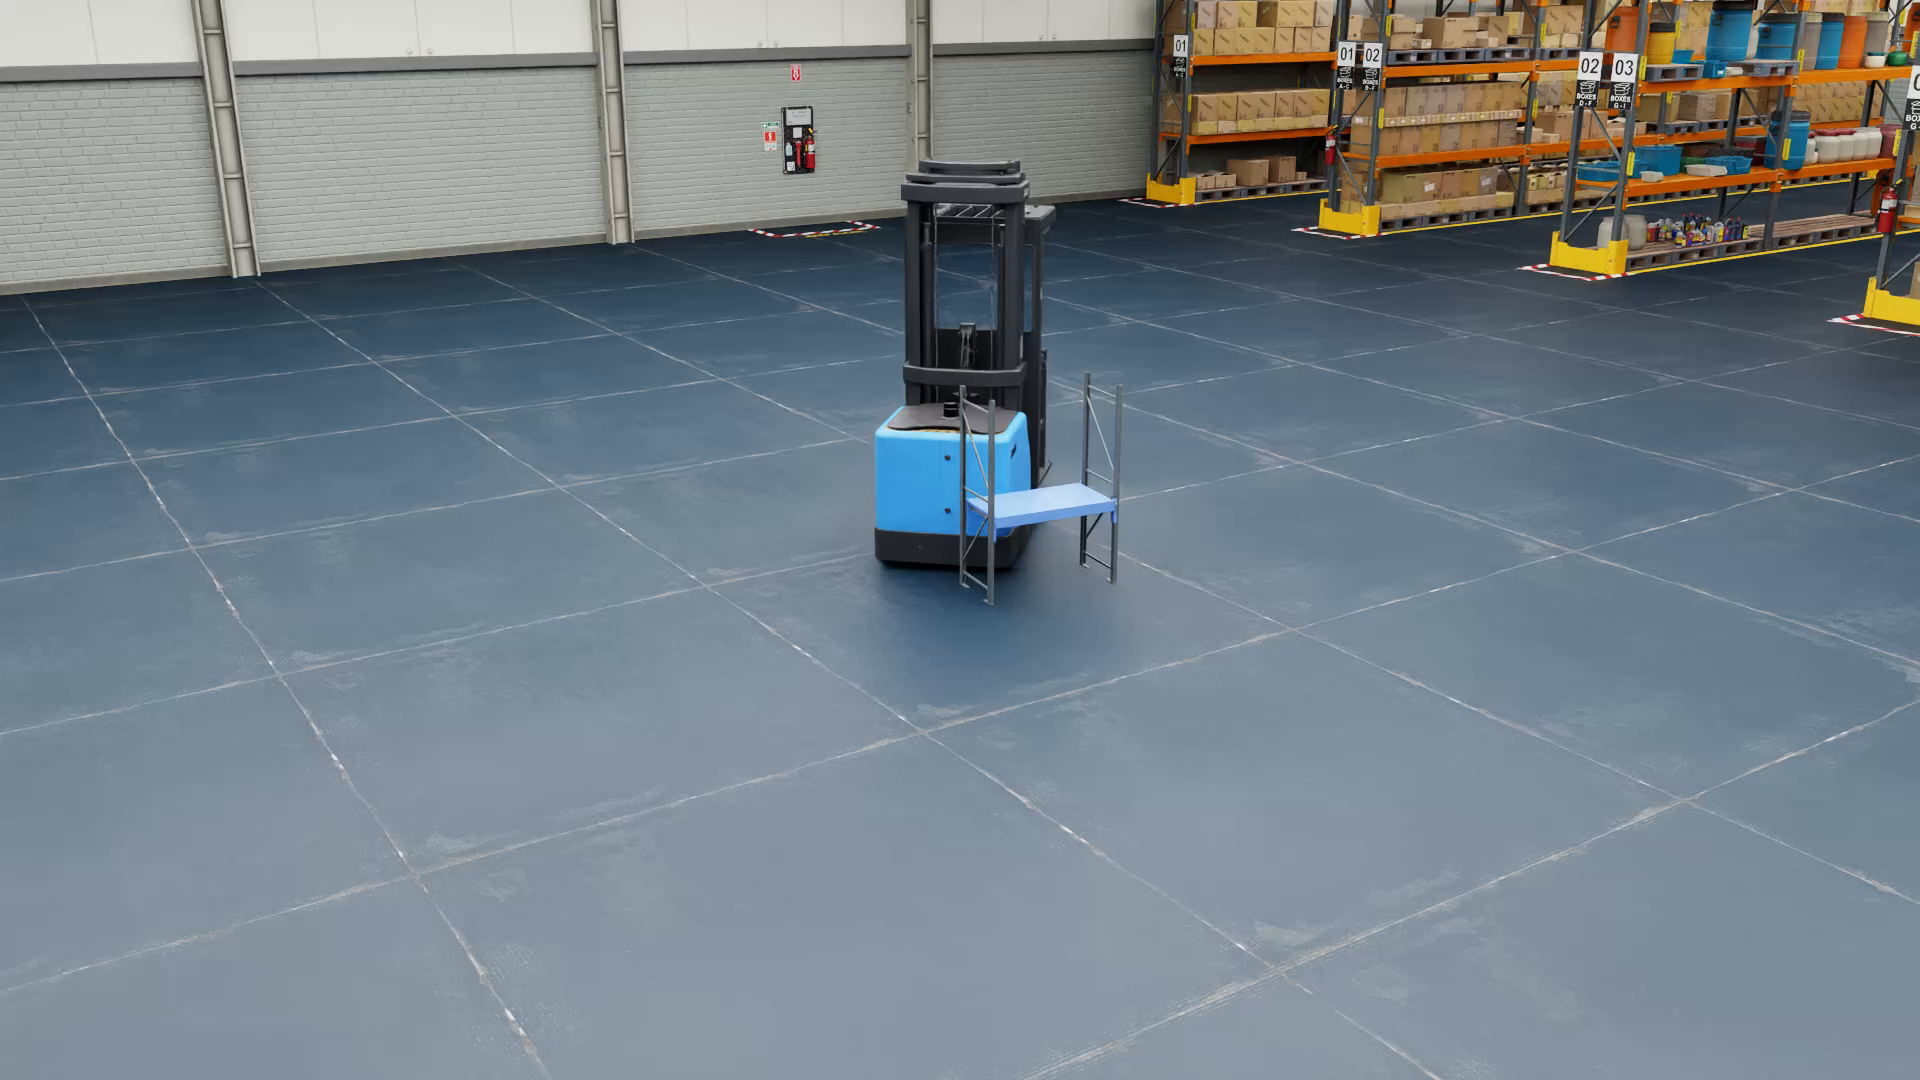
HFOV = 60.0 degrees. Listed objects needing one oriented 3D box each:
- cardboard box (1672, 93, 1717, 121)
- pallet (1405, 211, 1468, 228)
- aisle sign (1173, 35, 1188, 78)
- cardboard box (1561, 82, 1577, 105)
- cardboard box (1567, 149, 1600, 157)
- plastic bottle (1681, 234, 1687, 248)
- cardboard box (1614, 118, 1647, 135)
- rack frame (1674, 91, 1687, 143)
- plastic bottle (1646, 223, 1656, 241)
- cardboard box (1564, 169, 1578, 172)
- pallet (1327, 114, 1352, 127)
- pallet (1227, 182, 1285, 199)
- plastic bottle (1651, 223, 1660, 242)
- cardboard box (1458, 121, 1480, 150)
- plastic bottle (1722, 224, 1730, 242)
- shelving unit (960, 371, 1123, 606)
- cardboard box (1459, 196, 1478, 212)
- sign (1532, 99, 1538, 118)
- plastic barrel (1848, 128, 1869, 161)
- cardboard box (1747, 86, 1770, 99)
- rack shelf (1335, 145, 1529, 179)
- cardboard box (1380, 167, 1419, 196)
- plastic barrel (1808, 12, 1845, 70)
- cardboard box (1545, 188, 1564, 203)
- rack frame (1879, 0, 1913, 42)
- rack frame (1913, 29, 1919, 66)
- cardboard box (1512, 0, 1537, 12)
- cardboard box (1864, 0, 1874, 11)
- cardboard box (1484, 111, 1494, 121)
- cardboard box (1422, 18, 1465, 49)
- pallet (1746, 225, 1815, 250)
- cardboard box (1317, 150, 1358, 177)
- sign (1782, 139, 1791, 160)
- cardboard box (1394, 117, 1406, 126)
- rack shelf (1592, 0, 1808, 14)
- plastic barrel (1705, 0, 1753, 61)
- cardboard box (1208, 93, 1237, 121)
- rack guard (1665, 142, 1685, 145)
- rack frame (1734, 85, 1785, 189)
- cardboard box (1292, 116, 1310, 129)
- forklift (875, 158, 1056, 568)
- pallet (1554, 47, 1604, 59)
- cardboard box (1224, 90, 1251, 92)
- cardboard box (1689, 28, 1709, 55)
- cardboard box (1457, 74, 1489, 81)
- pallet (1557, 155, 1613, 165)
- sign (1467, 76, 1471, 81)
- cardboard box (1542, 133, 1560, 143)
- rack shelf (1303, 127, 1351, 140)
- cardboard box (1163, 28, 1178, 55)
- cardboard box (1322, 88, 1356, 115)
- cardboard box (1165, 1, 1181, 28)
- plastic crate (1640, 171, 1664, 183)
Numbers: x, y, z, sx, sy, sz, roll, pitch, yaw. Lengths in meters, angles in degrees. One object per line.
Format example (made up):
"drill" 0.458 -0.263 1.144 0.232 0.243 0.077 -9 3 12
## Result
"cardboard box" 14.902 -8.806 33.798 0.500 0.500 0.700 -8 20 -21
"pallet" 8.521 -5.938 30.480 1.213 0.211 1.003 -12 22 -31
"aisle sign" 4.265 -9.363 32.196 0.004 0.787 0.394 -12 22 -31
"cardboard box" 13.935 -10.387 38.633 0.500 0.500 0.500 -12 22 -32
"cardboard box" 14.863 -9.457 39.781 0.500 0.500 0.700 -12 22 -31
"plastic bottle" 11.381 -4.711 26.179 0.097 0.201 0.097 0 19 0
"cardboard box" 13.241 -8.214 32.998 0.500 0.311 0.500 -10 21 -28
"rack frame" 17.523 -11.042 41.224 0.127 3.000 1.000 -12 22 -31
"plastic bottle" 11.127 -4.970 26.828 0.135 0.276 0.152 -12 22 -31
"cardboard box" 11.994 -7.044 32.158 0.500 0.311 0.500 -11 22 -30
"pallet" 8.219 -8.933 35.285 1.213 0.211 1.003 -12 22 -31
"pallet" 5.939 -7.264 34.401 1.213 0.211 1.003 -12 22 -31
"plastic bottle" 11.186 -4.945 26.743 0.133 0.283 0.061 -12 22 -31
"cardboard box" 9.003 -7.390 30.264 0.500 0.500 0.700 -12 22 -31
"plastic bottle" 12.297 -4.936 26.716 0.133 0.283 0.061 -10 21 -28
"shelving unit" 0.578 -0.386 12.046 1.048 1.500 0.538 -9 21 -24
"cardboard box" 9.129 -6.183 30.488 0.500 0.250 0.500 -12 22 -31
"sign" 10.535 -7.904 30.465 0.005 0.325 0.100 -12 22 -31
"plastic barrel" 15.197 -6.724 28.275 0.421 0.512 0.421 0 19 0
"cardboard box" 17.190 -9.693 35.514 0.500 0.500 0.500 -12 22 -31
"rack shelf" 8.558 -6.911 30.127 4.000 0.370 1.077 -12 22 -31
"cardboard box" 7.999 -6.505 30.271 0.500 0.500 0.500 -12 22 -31
"plastic barrel" 14.347 -8.315 27.691 0.708 0.901 0.600 -12 22 -31
"cardboard box" 11.129 -6.595 31.707 0.500 0.250 0.500 -11 22 -30
"rack frame" 16.290 -9.825 28.256 0.127 3.000 1.000 -12 22 -31
"rack frame" 12.333 -7.091 20.170 0.127 3.000 1.000 -12 22 -31
"cardboard box" 12.922 -12.149 37.798 0.500 0.250 0.500 -13 22 -33
"cardboard box" 19.366 -11.500 36.176 0.500 0.500 0.700 -12 22 -31
"cardboard box" 9.475 -7.717 30.220 0.250 0.149 0.380 -12 22 -32
"cardboard box" 8.425 -8.853 29.033 0.500 0.500 0.500 -12 22 -31
"pallet" 13.584 -5.106 28.020 1.213 0.211 1.003 -12 22 -31
"cardboard box" 8.106 -8.087 35.698 0.500 0.500 0.700 -11 22 -30
"sign" 13.243 -6.261 26.648 0.005 0.325 0.100 -12 22 -31
"cardboard box" 7.553 -7.313 29.024 0.250 0.149 0.380 -13 22 -33
"rack shelf" 11.279 -8.238 25.310 4.000 0.370 1.077 -12 22 -31
"plastic barrel" 12.059 -7.989 26.071 0.708 0.901 0.600 -12 22 -31
"cardboard box" 5.142 -8.606 33.049 0.500 0.500 0.500 -12 22 -31
"rack guard" 17.543 -9.862 41.636 0.348 0.500 1.175 -12 22 -31
"rack frame" 16.910 -9.013 35.222 0.127 3.000 1.000 -12 22 -31
"cardboard box" 6.851 -8.617 34.253 0.500 0.250 0.500 -12 22 -31
"forklift" 0.157 -1.613 13.438 1.130 2.935 3.031 4 19 11
"pallet" 12.119 -9.299 31.679 1.213 0.211 1.003 -11 21 -29
"cardboard box" 5.713 -8.925 33.992 0.500 0.500 0.500 -12 22 -31
"cardboard box" 14.341 -9.953 33.161 0.500 0.500 0.910 -12 22 -31
"cardboard box" 11.386 -10.202 36.916 0.500 0.250 0.500 -11 22 -30
"pallet" 14.860 -9.130 39.920 1.213 0.211 1.003 -12 22 -31
"sign" 11.148 -10.001 36.458 0.005 0.325 0.100 -12 22 -31
"cardboard box" 11.081 -7.587 31.394 0.250 0.149 0.380 -12 22 -31
"rack shelf" 9.171 -8.940 36.129 4.000 0.370 1.077 -12 22 -31
"cardboard box" 4.369 -9.843 32.806 0.500 0.500 0.500 -10 21 -28
"cardboard box" 7.945 -9.265 35.123 0.500 0.500 0.700 -12 22 -31
"cardboard box" 4.376 -10.321 32.659 0.500 0.500 0.500 -11 21 -29
"plastic crate" 10.533 -5.521 25.303 0.250 0.136 0.298 -12 22 -31
